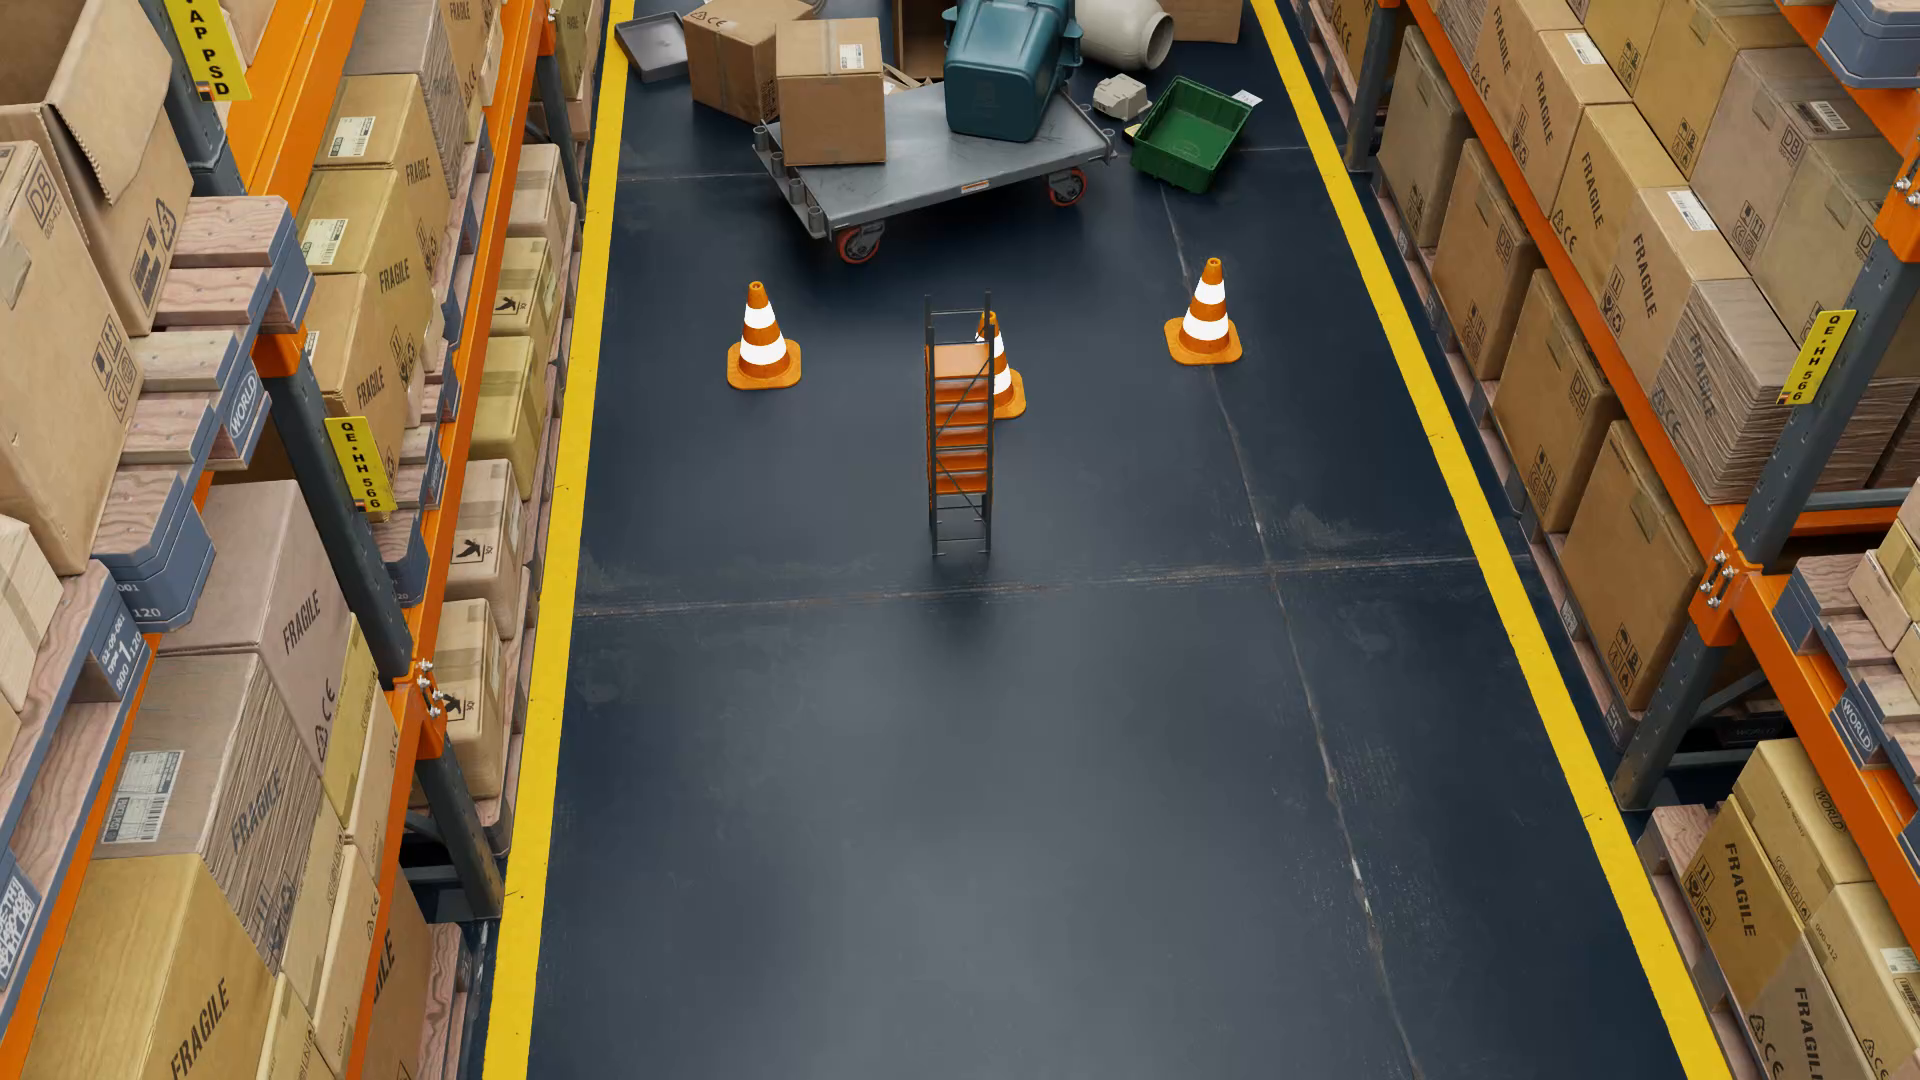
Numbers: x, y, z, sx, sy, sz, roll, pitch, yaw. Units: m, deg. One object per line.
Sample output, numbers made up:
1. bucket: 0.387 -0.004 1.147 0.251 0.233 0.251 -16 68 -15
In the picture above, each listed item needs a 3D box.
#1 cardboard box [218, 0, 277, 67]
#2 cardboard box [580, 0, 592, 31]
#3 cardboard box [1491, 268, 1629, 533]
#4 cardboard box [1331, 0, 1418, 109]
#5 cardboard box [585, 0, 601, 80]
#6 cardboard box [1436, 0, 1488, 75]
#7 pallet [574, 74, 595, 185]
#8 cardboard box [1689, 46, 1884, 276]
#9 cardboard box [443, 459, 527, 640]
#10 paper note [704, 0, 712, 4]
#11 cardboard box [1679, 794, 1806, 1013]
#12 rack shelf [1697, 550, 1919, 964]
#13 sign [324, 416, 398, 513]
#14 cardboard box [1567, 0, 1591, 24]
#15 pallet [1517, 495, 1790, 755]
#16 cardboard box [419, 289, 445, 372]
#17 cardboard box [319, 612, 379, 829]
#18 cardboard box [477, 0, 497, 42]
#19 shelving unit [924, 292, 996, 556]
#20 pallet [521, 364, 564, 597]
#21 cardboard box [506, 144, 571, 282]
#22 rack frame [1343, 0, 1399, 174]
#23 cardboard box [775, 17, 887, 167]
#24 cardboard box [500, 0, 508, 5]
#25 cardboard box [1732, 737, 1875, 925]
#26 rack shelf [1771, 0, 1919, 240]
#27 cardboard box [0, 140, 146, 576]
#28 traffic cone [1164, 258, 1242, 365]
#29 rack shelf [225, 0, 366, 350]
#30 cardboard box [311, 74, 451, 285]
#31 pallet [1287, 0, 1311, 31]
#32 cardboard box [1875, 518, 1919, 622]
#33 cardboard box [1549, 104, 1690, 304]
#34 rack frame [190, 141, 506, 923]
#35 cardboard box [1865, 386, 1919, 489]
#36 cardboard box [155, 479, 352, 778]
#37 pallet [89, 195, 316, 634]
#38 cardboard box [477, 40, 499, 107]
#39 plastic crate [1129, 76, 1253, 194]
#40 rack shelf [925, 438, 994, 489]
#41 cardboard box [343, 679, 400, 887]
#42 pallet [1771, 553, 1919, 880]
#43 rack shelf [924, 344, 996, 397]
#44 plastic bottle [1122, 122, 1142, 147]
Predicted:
1. cardboard box: -2.133 -1.506 4.112 0.700 0.500 0.500 -3 47 -3
2. cardboard box: -2.235 -2.934 8.687 0.500 0.500 0.500 -2 47 -2
3. cardboard box: 2.823 -0.577 6.627 1.050 0.750 0.750 -3 47 -3
4. cardboard box: 2.543 -2.894 8.736 0.875 0.875 0.875 -3 47 -3
5. cardboard box: -2.235 -2.675 8.959 0.500 0.250 0.500 -1 47 -1
6. cardboard box: 2.345 -2.294 6.924 0.500 0.500 0.500 -3 47 -3
7. pallet: -2.490 -2.172 8.798 1.003 0.211 1.213 -3 47 -3
8. cardboard box: 2.789 -1.197 5.196 0.700 0.500 0.500 -4 47 -4
9. cardboard box: -2.171 0.063 6.281 0.950 0.372 0.625 -4 47 -4
10. paper note: -1.443 -3.207 9.903 0.142 0.019 0.148 -19 49 -17
11. cardboard box: 2.666 1.115 5.197 0.500 0.500 0.500 -5 47 -5
12. rack shelf: 3.028 1.567 3.832 1.077 0.370 4.000 -3 47 -3
13. sign: -1.511 -0.188 4.201 0.100 0.325 0.005 -3 47 -3
14. cardboard box: 2.660 -2.303 6.244 0.700 0.500 0.500 -3 47 -3
15. pallet: 2.870 0.257 6.498 1.003 0.211 1.213 -3 47 -3
16. cardboard box: -1.875 -0.665 5.335 0.380 0.149 0.250 -3 47 -3
17. cardboard box: -1.770 0.461 4.143 0.500 0.250 0.500 -4 47 -3
18. cardboard box: -2.088 -2.250 6.388 0.500 0.500 0.500 -3 47 -3
19. shelving unit: -0.001 -0.423 6.461 0.258 1.200 0.189 -3 47 -3
20. pallet: -2.227 -0.241 6.969 1.003 0.211 1.213 -3 47 -3
21. cardboard box: -2.352 -1.509 7.770 0.950 0.372 0.625 -3 47 -3
22. rack frame: 2.526 -3.021 7.682 1.000 3.000 0.127 -3 47 -3
23. cardboard box: -0.627 -2.178 8.083 0.500 0.500 0.500 -3 47 -3
24. cardboard box: -2.080 -2.350 6.930 0.380 0.149 0.250 -3 47 -3
25. cardboard box: 2.677 0.844 4.938 0.500 0.250 0.500 -5 47 -5
26. rack shelf: 2.693 -2.358 5.484 1.077 0.370 4.000 -3 47 -3
27. cardboard box: -1.791 -0.259 2.642 0.700 0.500 0.500 -6 47 -5
28. traffic cone: 1.133 -1.087 7.597 0.336 0.463 0.334 -3 47 -3
29. rack shelf: -2.231 -1.984 5.130 1.077 0.370 4.000 -3 47 -3
30. cardboard box: -1.972 -1.134 5.332 0.500 0.500 0.500 -3 47 -3
31. pallet: 2.435 -3.502 10.058 1.003 0.211 1.213 -3 47 -3
32. cardboard box: 2.701 0.074 4.429 0.380 0.149 0.250 -2 47 -2
33. cardboard box: 2.473 -1.194 5.882 0.500 0.500 0.500 -4 47 -4
34. rack frame: -2.064 0.247 4.587 1.000 3.000 0.127 -3 47 -3
35. cardboard box: 3.092 -0.503 5.228 0.500 0.500 0.500 -3 47 -3
36. cardboard box: -1.760 0.227 3.848 0.500 0.500 0.500 -5 47 -4
37. pallet: -1.957 -0.257 3.128 1.213 0.211 1.003 -2 47 -1
38. cardboard box: -1.994 -1.790 6.399 0.380 0.149 0.250 -3 47 -3
39. plastic crate: 1.206 -2.120 8.726 0.450 0.188 0.662 25 51 9
40. rack shelf: -0.001 -0.310 6.580 0.258 0.103 0.180 -3 47 -3
41. cardboard box: -1.763 0.648 4.310 0.500 0.250 0.500 -5 47 -5
42. pallet: 3.026 0.448 4.529 1.213 0.211 1.003 -3 47 -3
43. rack shelf: -0.001 -0.640 6.232 0.258 0.103 0.180 -3 47 -3
44. plastic bottle: 0.999 -2.119 8.851 0.133 0.061 0.283 -27 52 -23
